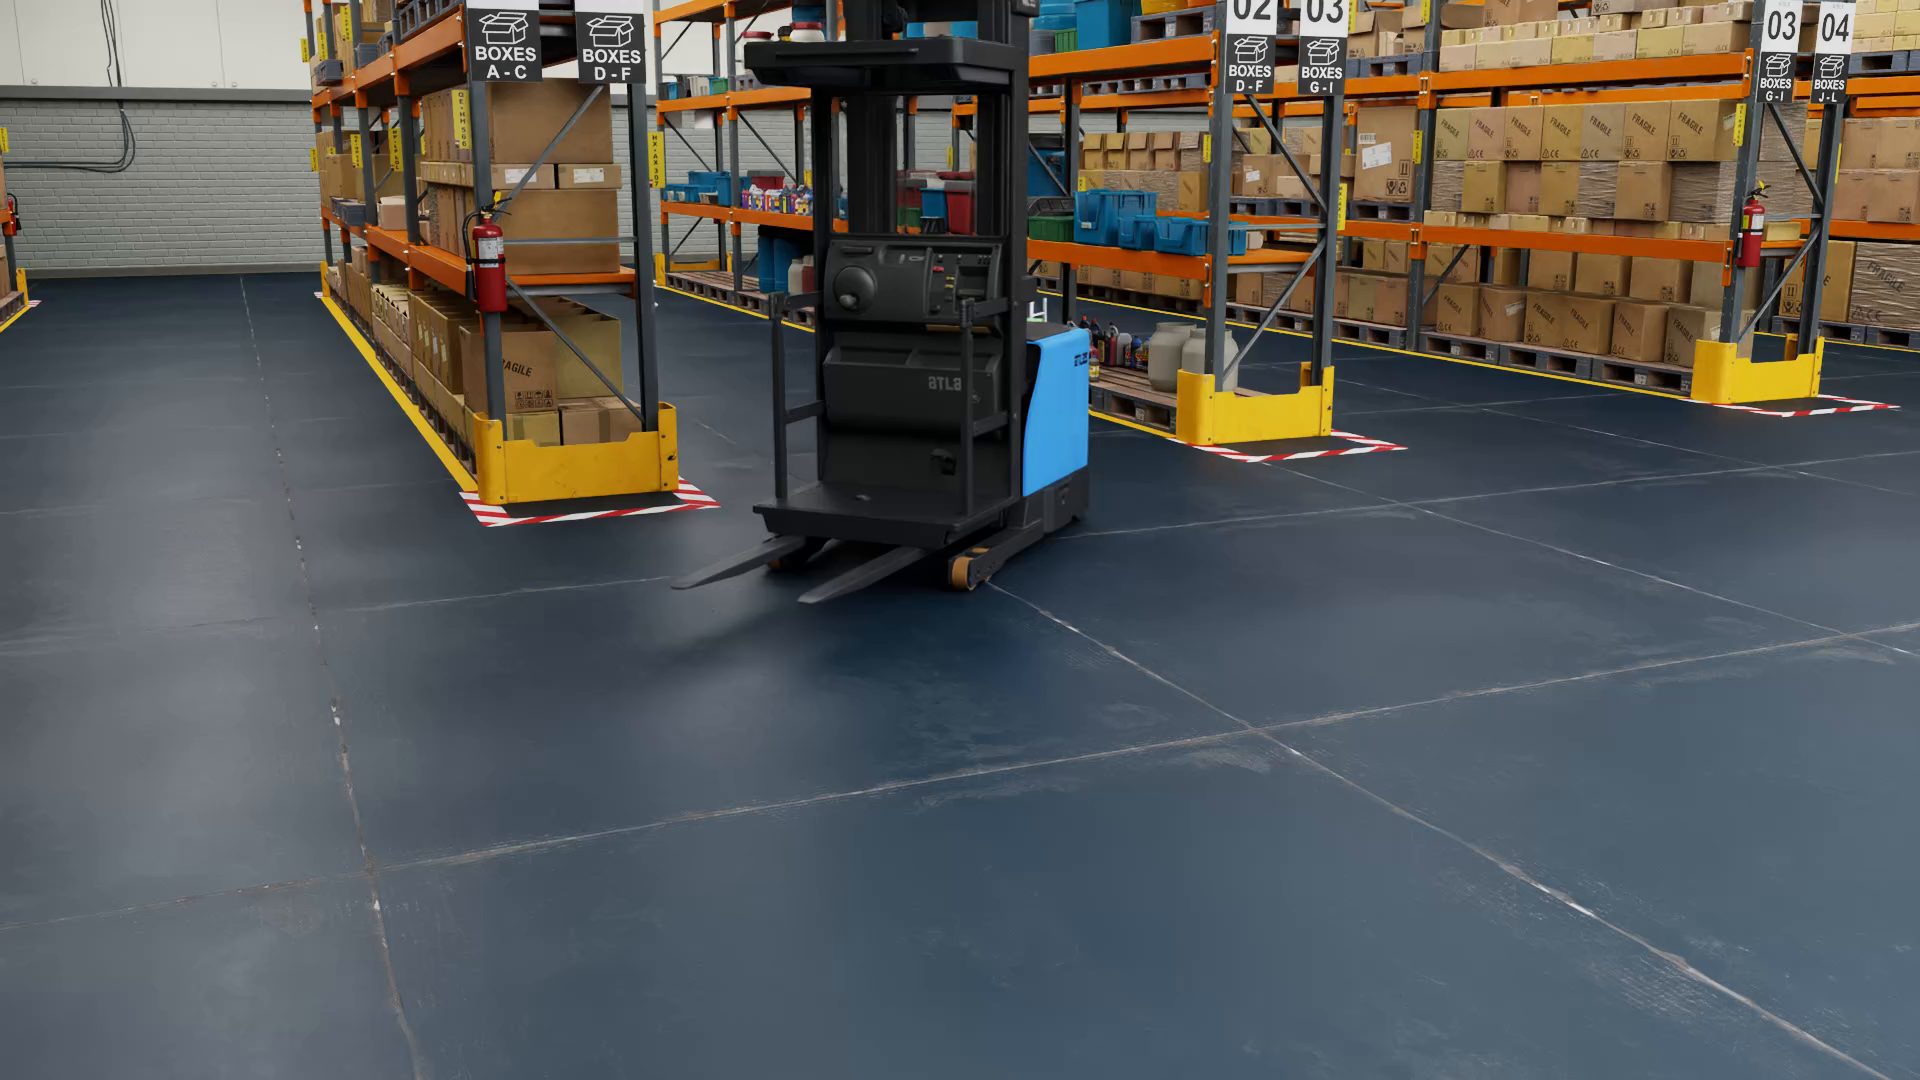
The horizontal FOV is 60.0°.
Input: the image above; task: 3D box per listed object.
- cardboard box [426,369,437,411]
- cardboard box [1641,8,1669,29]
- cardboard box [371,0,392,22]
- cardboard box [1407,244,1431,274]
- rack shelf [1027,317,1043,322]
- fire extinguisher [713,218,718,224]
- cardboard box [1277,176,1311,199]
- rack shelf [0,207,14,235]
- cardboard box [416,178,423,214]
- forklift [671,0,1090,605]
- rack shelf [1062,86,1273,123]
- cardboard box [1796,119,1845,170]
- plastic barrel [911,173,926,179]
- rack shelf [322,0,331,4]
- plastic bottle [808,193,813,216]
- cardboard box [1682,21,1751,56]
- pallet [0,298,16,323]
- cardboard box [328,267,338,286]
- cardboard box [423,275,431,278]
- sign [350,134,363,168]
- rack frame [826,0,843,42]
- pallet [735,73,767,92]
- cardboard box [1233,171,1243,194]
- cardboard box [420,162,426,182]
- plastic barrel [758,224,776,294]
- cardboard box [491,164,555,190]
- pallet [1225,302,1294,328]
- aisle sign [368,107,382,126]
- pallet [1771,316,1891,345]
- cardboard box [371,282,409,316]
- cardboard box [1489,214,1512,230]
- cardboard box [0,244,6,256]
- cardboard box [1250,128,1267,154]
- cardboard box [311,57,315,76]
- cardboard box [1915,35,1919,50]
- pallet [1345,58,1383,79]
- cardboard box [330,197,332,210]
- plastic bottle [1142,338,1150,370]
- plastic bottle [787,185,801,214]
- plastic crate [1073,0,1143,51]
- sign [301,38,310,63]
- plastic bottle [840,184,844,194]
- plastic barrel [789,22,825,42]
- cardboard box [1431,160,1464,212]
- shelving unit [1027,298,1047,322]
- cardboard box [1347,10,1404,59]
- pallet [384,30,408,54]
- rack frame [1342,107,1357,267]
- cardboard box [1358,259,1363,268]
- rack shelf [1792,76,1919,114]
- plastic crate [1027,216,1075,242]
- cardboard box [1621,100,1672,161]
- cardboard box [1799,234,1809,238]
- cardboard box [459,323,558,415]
[{"bbox_3d":[-3.627,-1.117,12.211,0.500,0.250,0.500,-6,14,-23],"label":"cardboard box"},{"bbox_3d":[6.028,-4.423,14.124,0.380,0.149,0.250,-6,14,-23],"label":"cardboard box"},{"bbox_3d":[-5.697,-5.497,16.878,0.500,0.500,0.500,-6,14,-23],"label":"cardboard box"},{"bbox_3d":[7.021,-4.151,24.765,0.500,0.500,0.500,-5,14,-22],"label":"cardboard box"},{"bbox_3d":[0.221,-1.213,9.604,0.480,0.148,0.258,5,14,22],"label":"rack shelf"},{"bbox_3d":[-3.837,-5.362,26.382,0.296,0.674,0.183,-6,14,-23],"label":"fire extinguisher"},{"bbox_3d":[4.011,-4.068,19.195,0.500,0.250,0.500,-6,14,-25],"label":"cardboard box"},{"bbox_3d":[-12.469,-3.850,20.449,1.077,0.370,4.000,-6,14,-23],"label":"rack shelf"},{"bbox_3d":[-4.630,-3.004,14.976,0.500,0.500,0.500,-6,14,-23],"label":"cardboard box"},{"bbox_3d":[-0.319,-1.296,7.970,1.130,2.935,3.031,6,14,23],"label":"forklift"},{"bbox_3d":[2.749,-5.827,22.339,1.077,0.370,4.000,-6,14,-23],"label":"rack shelf"},{"bbox_3d":[9.854,-4.424,18.604,0.875,0.550,0.550,-6,14,-23],"label":"cardboard box"},{"bbox_3d":[-0.380,-3.717,18.031,0.421,0.512,0.421,0,13,0],"label":"plastic barrel"},{"bbox_3d":[-6.329,-6.200,18.183,1.077,0.370,4.000,-6,14,-23],"label":"rack shelf"},{"bbox_3d":[-1.741,-3.952,19.577,0.097,0.271,0.097,0,13,0],"label":"plastic bottle"},{"bbox_3d":[6.329,-4.116,13.680,0.500,0.250,0.500,-5,14,-22],"label":"cardboard box"},{"bbox_3d":[-12.393,-2.846,20.697,1.003,0.211,1.213,-6,14,-23],"label":"pallet"},{"bbox_3d":[-8.575,-3.696,23.308,0.500,0.250,0.500,-6,14,-23],"label":"cardboard box"},{"bbox_3d":[-5.664,-2.633,18.164,0.500,0.500,0.500,-6,14,-25],"label":"cardboard box"},{"bbox_3d":[-6.022,-3.884,16.607,0.100,0.325,0.005,-6,14,-23],"label":"sign"},{"bbox_3d":[-0.988,-6.779,18.202,1.000,3.000,0.127,-6,14,-23],"label":"rack frame"},{"bbox_3d":[-2.187,-5.899,21.470,1.213,0.211,1.003,-6,14,-23],"label":"pallet"},{"bbox_3d":[3.605,-4.477,21.340,0.500,0.500,0.500,-5,14,-21],"label":"cardboard box"},{"bbox_3d":[-3.996,-2.875,12.978,0.380,0.149,0.250,-6,14,-23],"label":"cardboard box"},{"bbox_3d":[-2.388,-3.751,22.146,0.600,0.901,0.708,-6,14,-23],"label":"plastic barrel"},{"bbox_3d":[-2.651,-2.183,9.989,0.380,0.149,0.250,-6,14,-24],"label":"cardboard box"},{"bbox_3d":[3.862,-2.783,20.427,1.003,0.211,1.213,-6,14,-23],"label":"pallet"},{"bbox_3d":[-8.480,-6.370,23.977,0.394,0.787,0.004,-6,14,-23],"label":"aisle sign"},{"bbox_3d":[9.970,-2.381,18.691,1.003,0.211,1.213,-6,14,-23],"label":"pallet"},{"bbox_3d":[-5.588,-2.413,16.566,0.500,0.311,0.500,-5,14,-21],"label":"cardboard box"},{"bbox_3d":[5.348,-3.075,16.060,0.380,0.149,0.250,-6,14,-23],"label":"cardboard box"},{"bbox_3d":[-12.680,-3.771,21.685,0.380,0.149,0.250,-6,14,-24],"label":"cardboard box"},{"bbox_3d":[5.263,-6.734,28.215,0.500,0.500,0.500,-6,14,-24],"label":"cardboard box"},{"bbox_3d":[-8.572,-6.460,22.703,0.500,0.250,0.500,-6,14,-23],"label":"cardboard box"},{"bbox_3d":[10.084,-5.128,17.124,0.380,0.149,0.250,-6,14,-23],"label":"cardboard box"},{"bbox_3d":[4.584,-5.198,18.441,1.213,0.211,1.003,-6,14,-23],"label":"pallet"},{"bbox_3d":[-7.982,-4.577,21.771,0.500,0.500,0.500,-5,14,-22],"label":"cardboard box"},{"bbox_3d":[1.598,-1.583,14.130,0.097,0.271,0.097,0,13,0],"label":"plastic bottle"},{"bbox_3d":[-2.025,-4.150,20.257,0.144,0.351,0.185,-6,14,-23],"label":"plastic bottle"},{"bbox_3d":[1.177,-4.024,12.985,0.392,0.384,0.575,-6,14,-23],"label":"plastic crate"},{"bbox_3d":[-9.230,-6.900,23.441,0.100,0.325,0.005,-6,14,-23],"label":"sign"},{"bbox_3d":[-1.481,-4.270,20.778,0.144,0.351,0.185,-6,14,-23],"label":"plastic bottle"},{"bbox_3d":[-1.836,-5.941,20.001,0.433,0.535,0.433,0,13,0],"label":"plastic barrel"},{"bbox_3d":[5.276,-3.572,16.770,0.875,0.500,0.500,-6,14,-23],"label":"cardboard box"},{"bbox_3d":[0.221,-0.808,9.698,0.503,1.200,0.258,5,14,22],"label":"shelving unit"},{"bbox_3d":[4.677,-5.494,18.142,0.797,0.503,0.637,-5,14,-21],"label":"cardboard box"},{"bbox_3d":[-4.291,-4.132,13.843,0.805,0.209,1.217,-6,14,-25],"label":"pallet"},{"bbox_3d":[6.533,-5.557,26.227,1.000,3.000,0.127,-6,14,-23],"label":"rack frame"},{"bbox_3d":[6.681,-4.477,26.952,0.380,0.149,0.250,-6,14,-25],"label":"cardboard box"},{"bbox_3d":[10.539,-4.602,17.043,1.077,0.370,4.000,-6,14,-23],"label":"rack shelf"},{"bbox_3d":[0.899,-2.620,14.009,0.450,0.188,0.662,-6,14,-23],"label":"plastic crate"},{"bbox_3d":[6.102,-3.525,14.351,0.500,0.500,0.500,-6,14,-23],"label":"cardboard box"},{"bbox_3d":[12.430,-4.518,25.520,0.875,0.875,0.875,-6,14,-23],"label":"cardboard box"},{"bbox_3d":[-2.811,-1.071,10.348,0.500,0.500,0.500,-6,14,-23],"label":"cardboard box"}]
